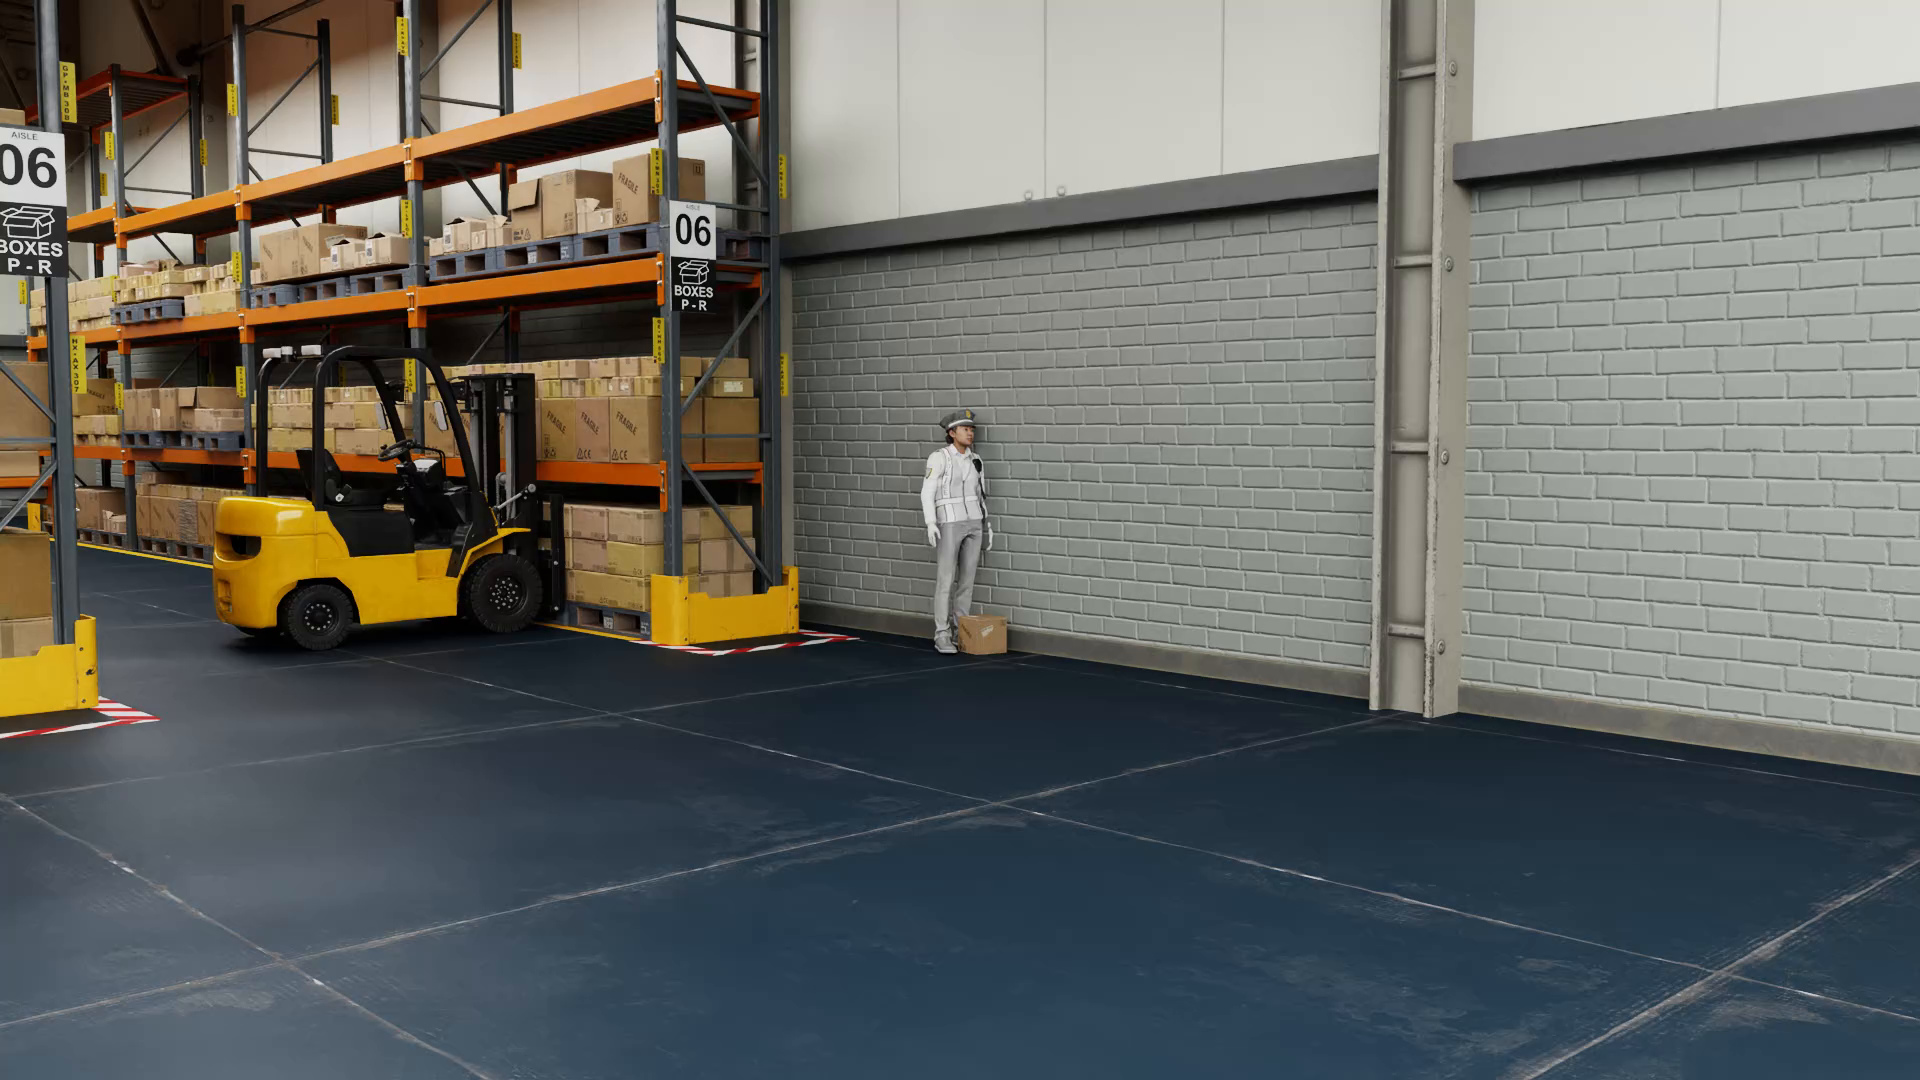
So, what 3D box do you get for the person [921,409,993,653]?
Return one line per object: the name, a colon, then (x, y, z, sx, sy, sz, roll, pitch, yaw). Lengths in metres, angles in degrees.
person: (0.026, -0.078, 11.778, 0.586, 1.694, 0.530, -2, 5, -31)
